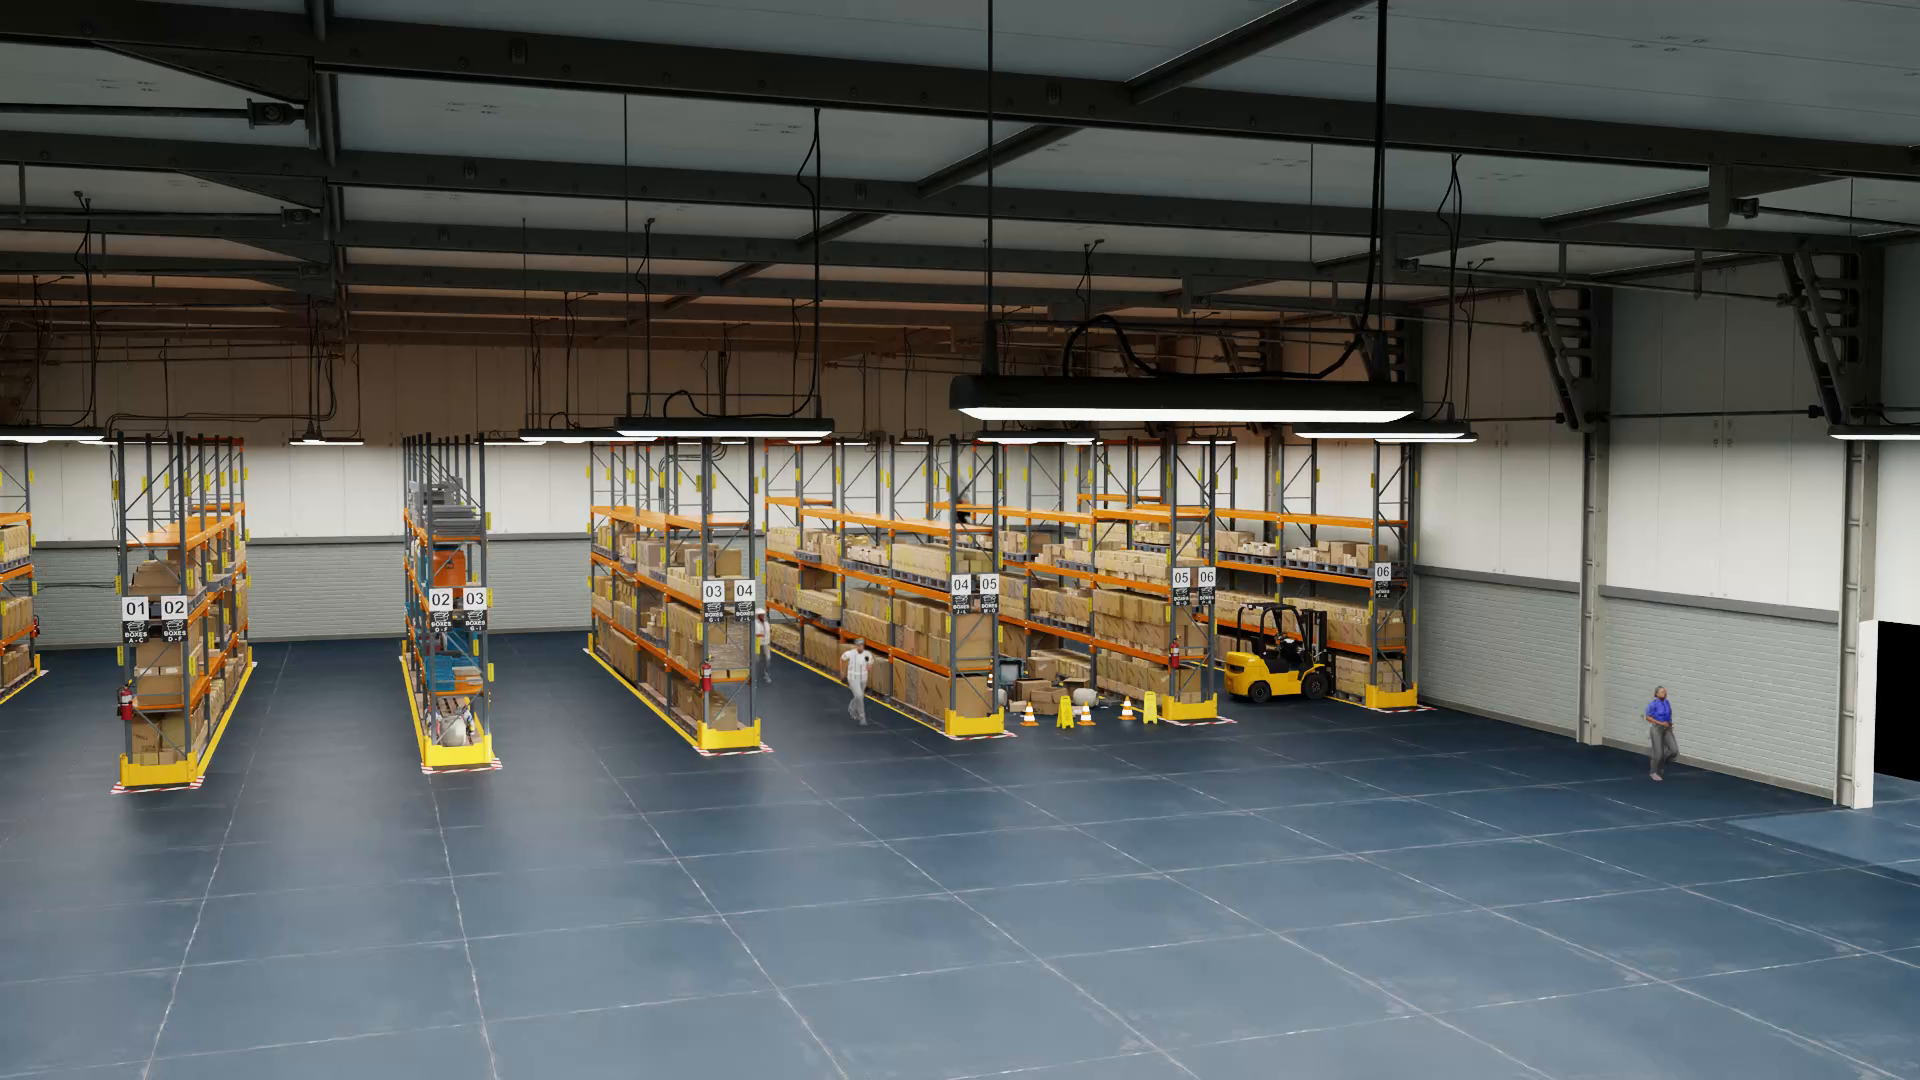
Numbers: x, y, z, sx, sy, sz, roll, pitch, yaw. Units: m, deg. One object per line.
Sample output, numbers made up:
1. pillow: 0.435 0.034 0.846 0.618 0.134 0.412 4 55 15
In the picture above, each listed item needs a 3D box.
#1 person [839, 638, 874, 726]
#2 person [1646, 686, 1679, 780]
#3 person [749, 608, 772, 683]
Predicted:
1. person: -2.131 2.930 34.632 0.688 1.831 0.937 -2 4 -26
2. person: 12.094 3.324 28.604 0.624 1.624 0.537 -1 3 -21
3. person: -4.905 2.578 40.800 0.613 1.811 0.873 -2 4 -32
